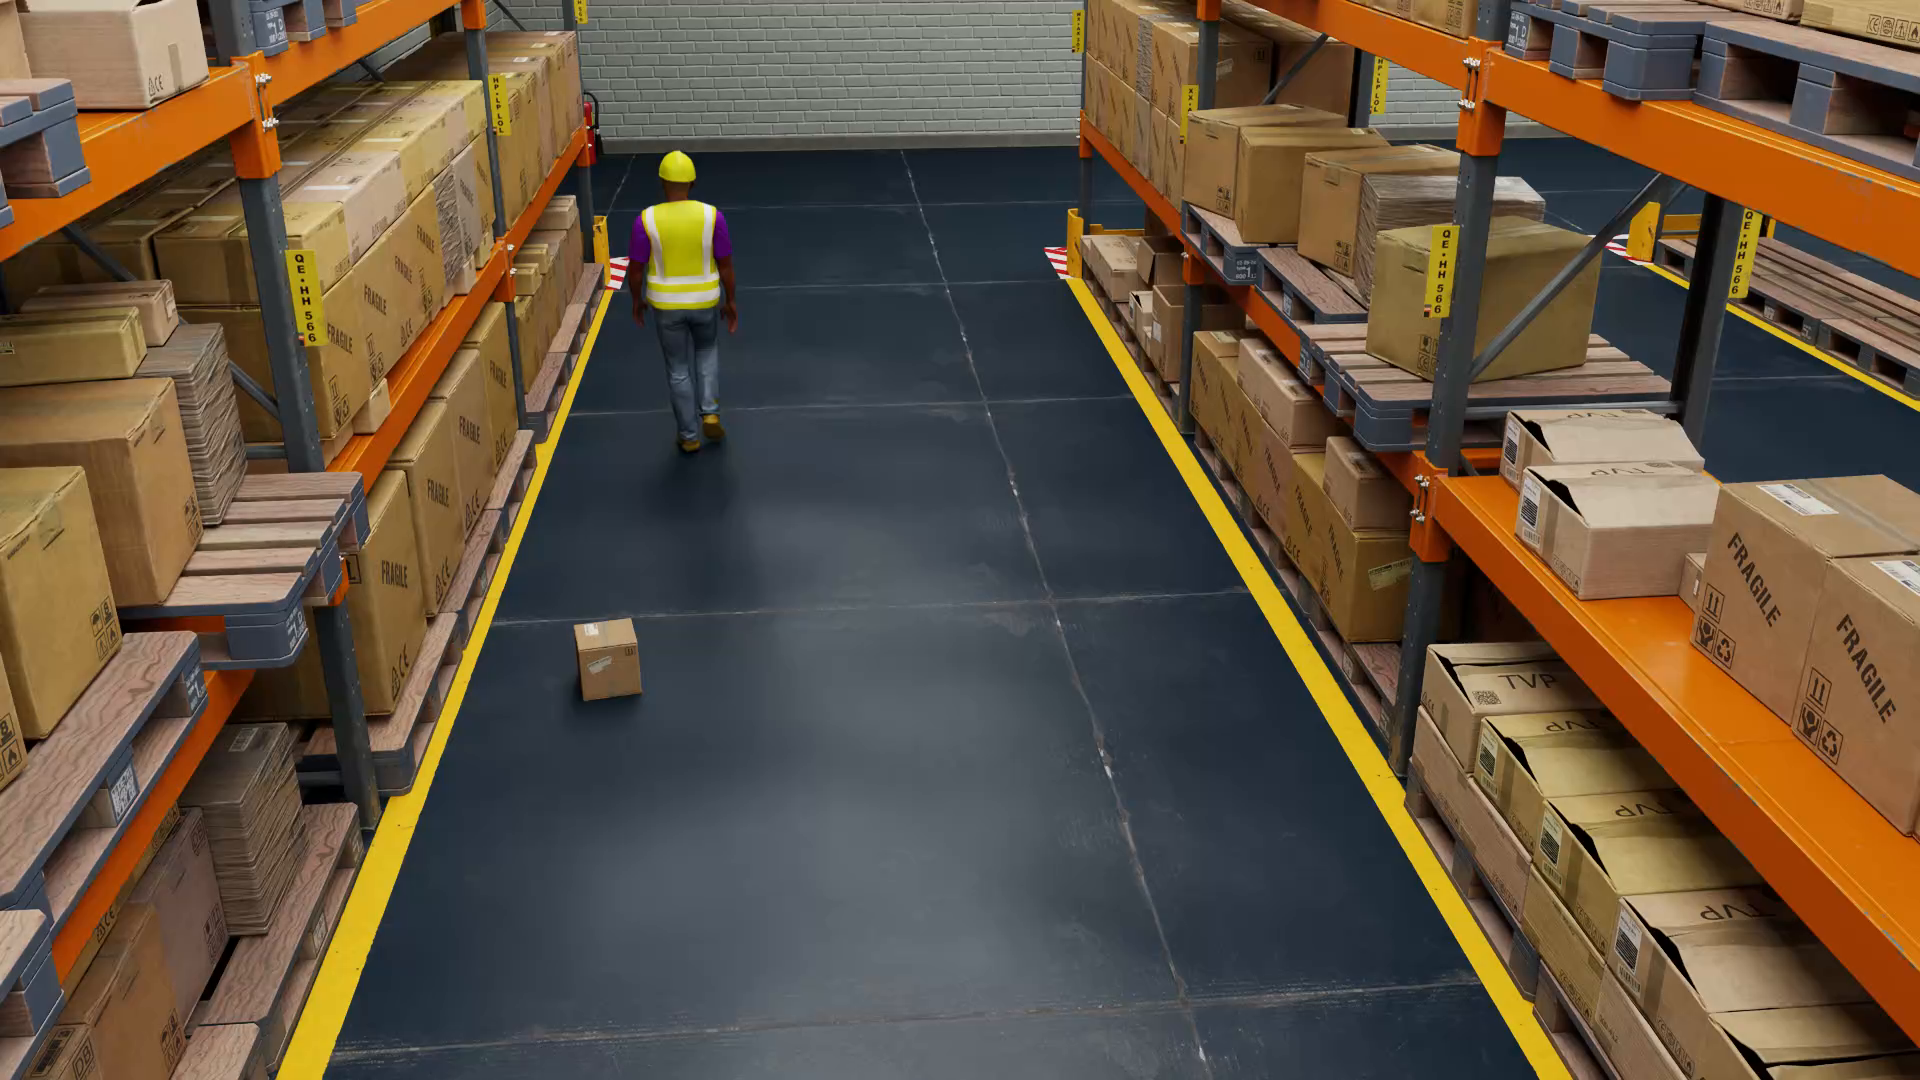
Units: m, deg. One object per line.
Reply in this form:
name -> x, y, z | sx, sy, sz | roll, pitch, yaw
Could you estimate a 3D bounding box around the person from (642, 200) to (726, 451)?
person -> 7.907, 0.046, 4.687 | 15.445, 3.204, 15.978 | -7, 25, -16
